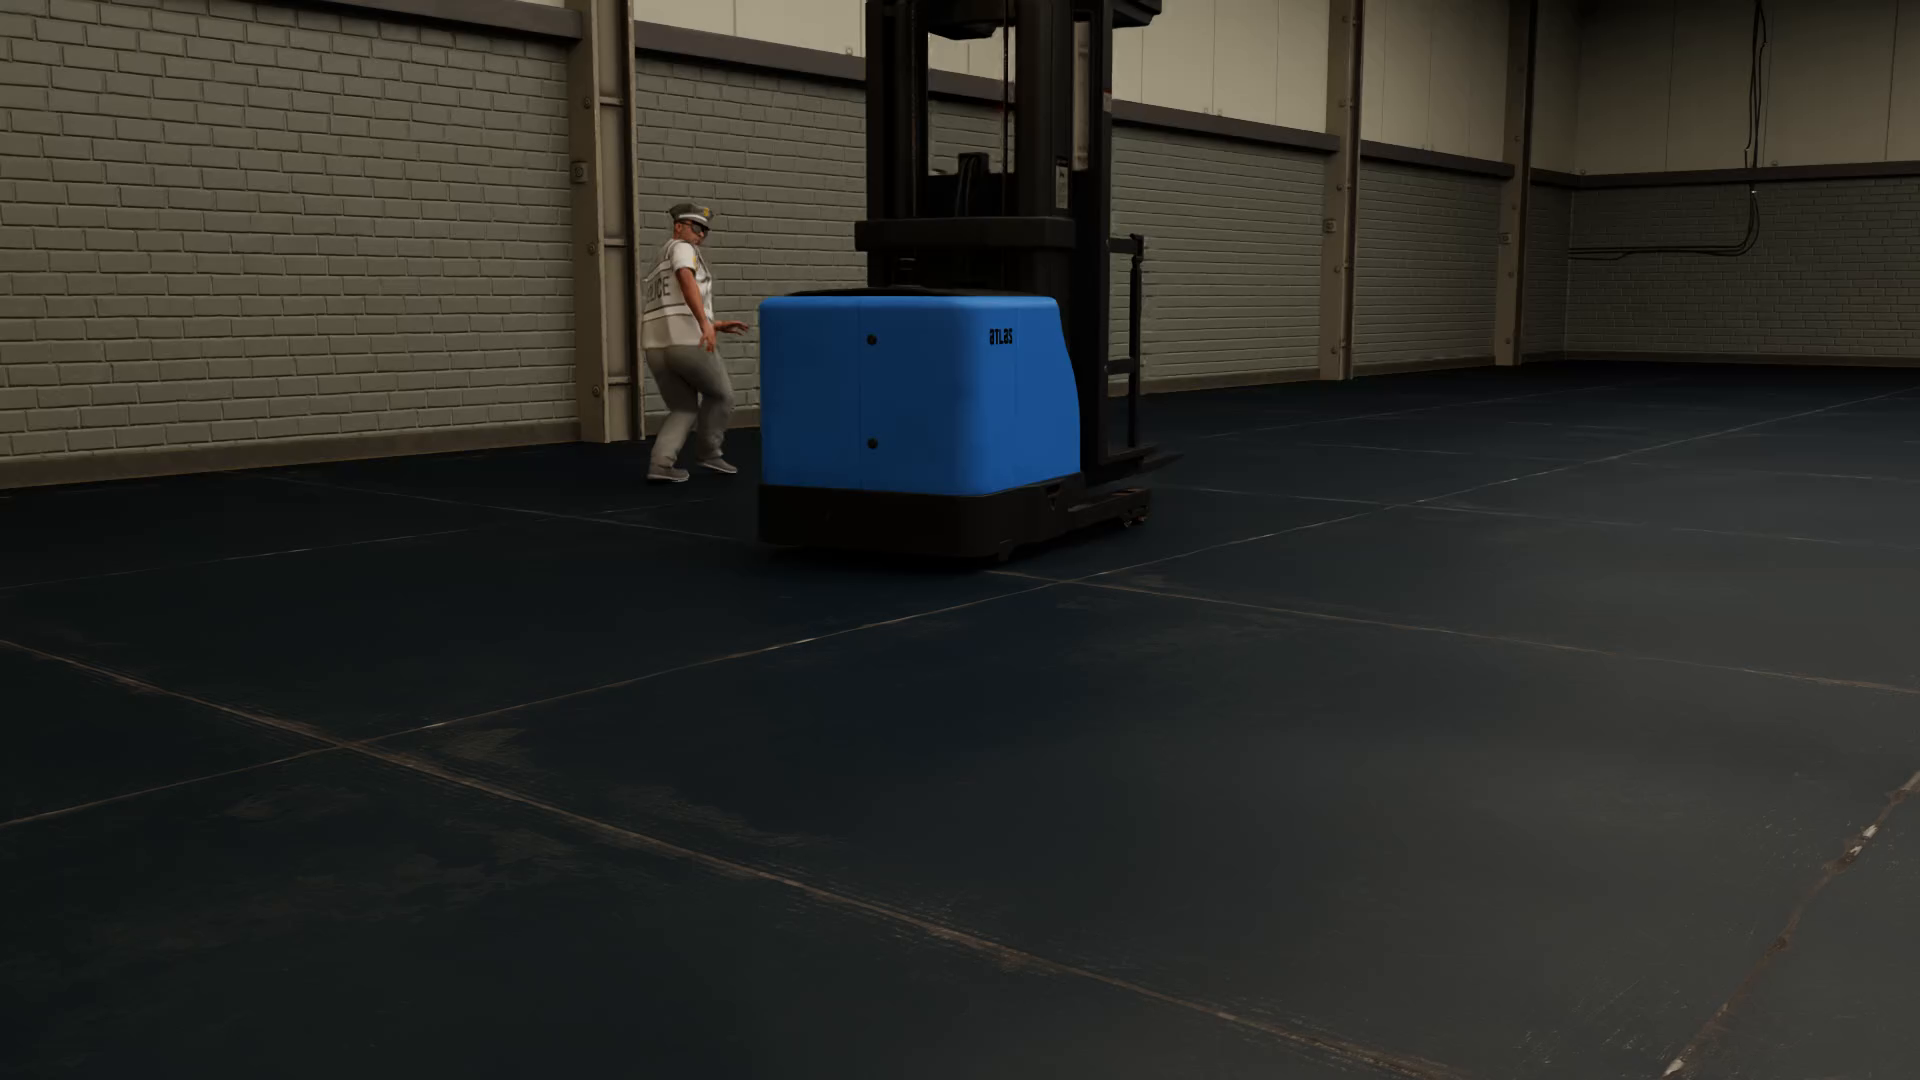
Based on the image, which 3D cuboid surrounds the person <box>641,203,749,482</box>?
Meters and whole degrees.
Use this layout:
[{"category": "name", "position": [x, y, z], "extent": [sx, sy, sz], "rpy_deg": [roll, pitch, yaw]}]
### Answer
[{"category": "person", "position": [-1.485, -1.152, 9.761], "extent": [0.784, 1.621, 0.801], "rpy_deg": [7, 11, 39]}]

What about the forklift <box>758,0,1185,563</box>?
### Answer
[{"category": "forklift", "position": [0.269, -1.535, 7.770], "extent": [1.130, 2.935, 3.031], "rpy_deg": [4, 9, 26]}]
